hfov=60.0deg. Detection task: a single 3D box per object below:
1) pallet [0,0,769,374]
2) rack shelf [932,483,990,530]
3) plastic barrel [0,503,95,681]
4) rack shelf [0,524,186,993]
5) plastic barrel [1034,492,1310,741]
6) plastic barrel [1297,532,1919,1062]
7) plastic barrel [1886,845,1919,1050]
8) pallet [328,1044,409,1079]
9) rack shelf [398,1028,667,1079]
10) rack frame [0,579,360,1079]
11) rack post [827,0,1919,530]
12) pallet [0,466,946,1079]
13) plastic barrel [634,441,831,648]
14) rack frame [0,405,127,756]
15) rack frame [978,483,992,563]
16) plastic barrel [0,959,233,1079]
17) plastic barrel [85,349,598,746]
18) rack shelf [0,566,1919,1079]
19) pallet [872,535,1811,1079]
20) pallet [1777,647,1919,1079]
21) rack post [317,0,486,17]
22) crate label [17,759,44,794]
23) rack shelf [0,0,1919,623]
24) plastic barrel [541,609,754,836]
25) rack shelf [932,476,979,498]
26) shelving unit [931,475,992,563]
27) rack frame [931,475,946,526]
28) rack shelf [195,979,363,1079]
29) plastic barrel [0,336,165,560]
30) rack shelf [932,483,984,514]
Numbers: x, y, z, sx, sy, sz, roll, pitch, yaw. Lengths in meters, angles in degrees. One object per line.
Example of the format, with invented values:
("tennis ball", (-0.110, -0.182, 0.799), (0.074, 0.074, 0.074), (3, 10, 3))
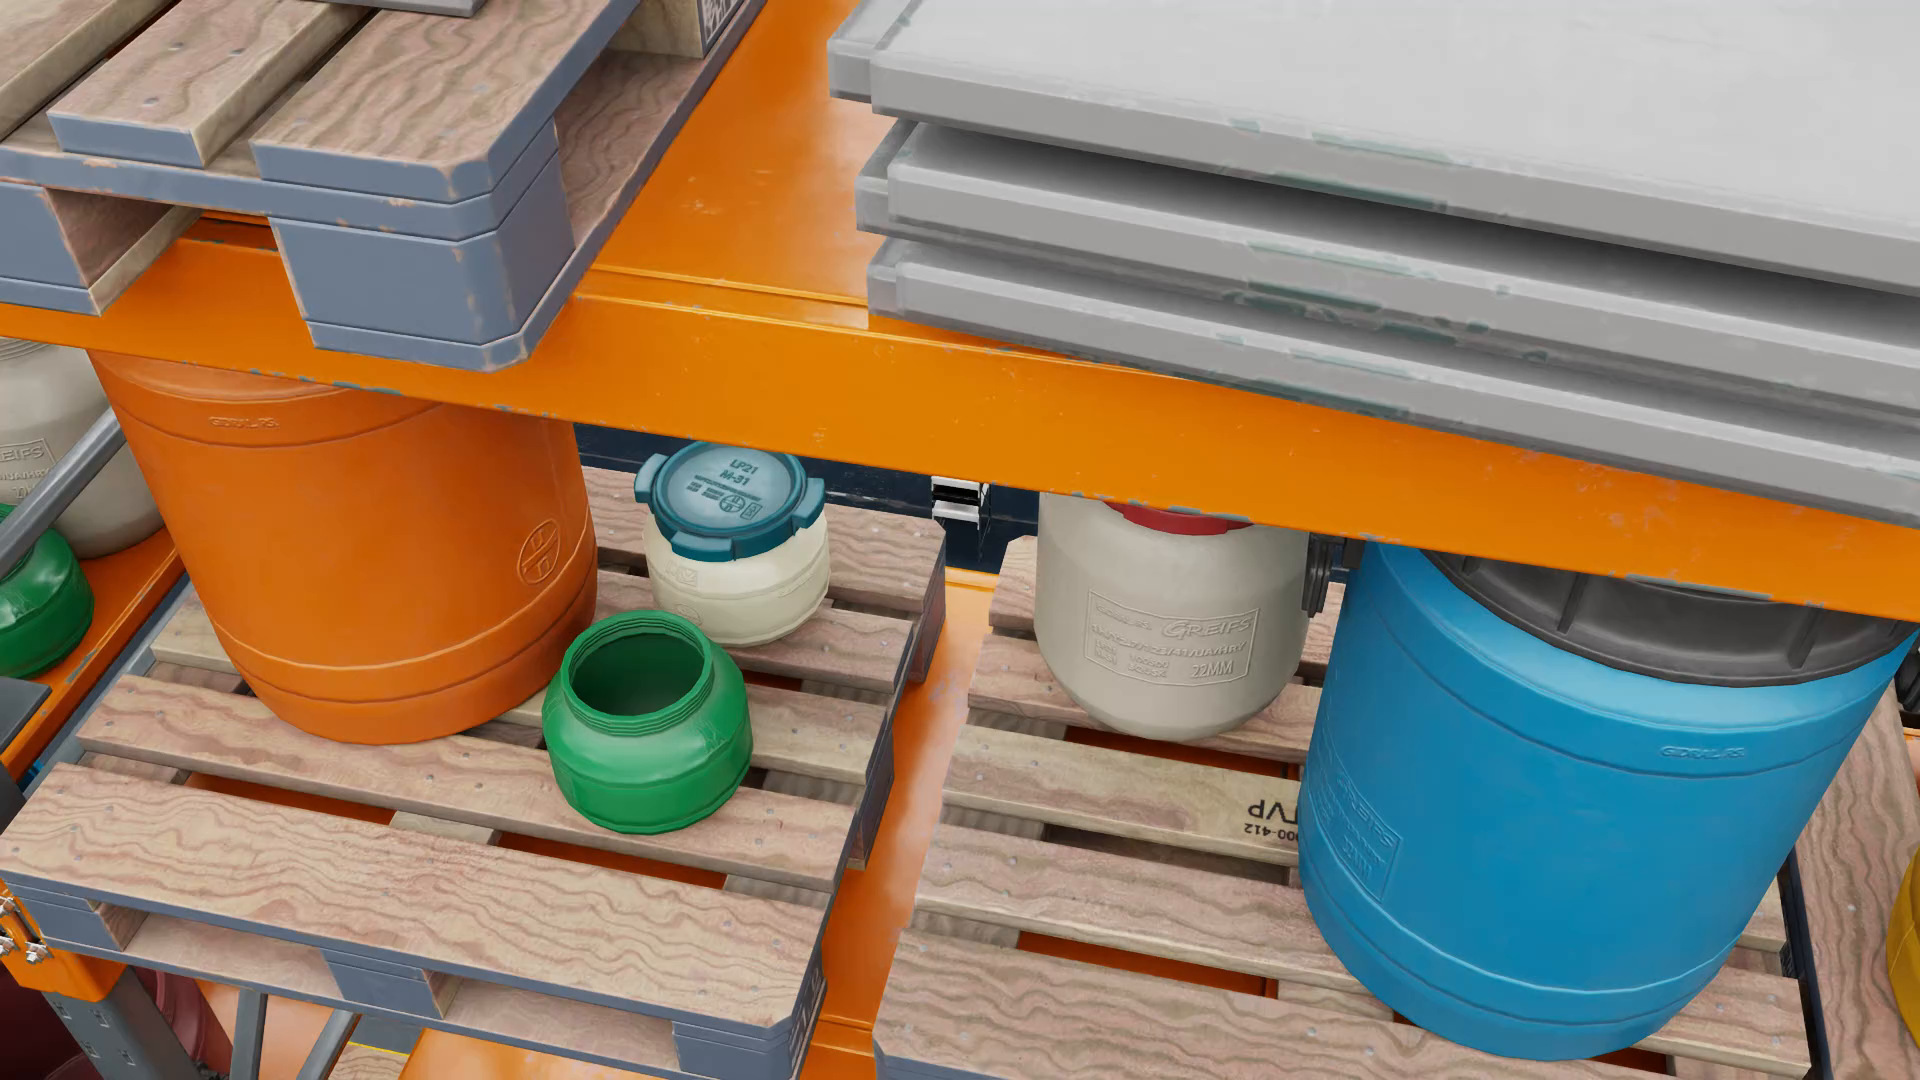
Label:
("pallet", (-0.741, -0.697, 1.870), (1.003, 0.211, 1.213), (9, 45, 9))
("rack shelf", (0.008, -0.169, 7.045), (0.200, 0.077, 0.258), (9, 45, 9))
("plastic barrel", (-1.690, 0.095, 2.898), (0.294, 0.245, 0.294), (0, 44, 0))
("rack shelf", (-3.390, -0.002, 3.405), (4.000, 0.370, 1.077), (9, 45, 9))
("plastic barrel", (0.325, 0.008, 2.475), (0.433, 0.535, 0.433), (0, 44, 0))
("plastic barrel", (0.766, 0.160, 2.053), (0.708, 0.901, 0.600), (9, 45, 9))
("plastic barrel", (1.530, 0.427, 2.002), (0.600, 0.588, 0.600), (0, 44, 0))
("pallet", (-2.186, 1.983, 4.997), (1.213, 0.211, 1.003), (9, 45, 9))
("rack shelf", (0.514, 1.684, 3.816), (4.000, 0.370, 1.077), (9, 45, 9))
("rack frame", (-1.438, 1.122, 3.881), (0.127, 3.000, 1.000), (9, 45, 9))
("rack post", (0.462, -0.474, 1.574), (0.954, 0.300, 0.937), (13, 45, 13))
("pallet", (-0.713, 0.292, 2.717), (1.213, 0.211, 1.003), (9, 45, 9))
("plastic barrel", (-0.360, 0.003, 2.678), (0.301, 0.262, 0.301), (0, 44, 0))
("rack frame", (-1.438, -1.039, 1.801), (0.127, 3.000, 1.000), (9, 45, 9))
("rack frame", (0.107, -0.308, 6.881), (0.006, 0.900, 0.240), (9, 45, 9))
("plastic barrel", (-1.957, 1.208, 3.694), (0.708, 0.536, 0.600), (9, 45, 9))
("plastic barrel", (-0.885, -0.177, 2.455), (0.708, 0.830, 0.600), (9, 45, 9))
("rack shelf", (0.514, 0.604, 2.776), (4.000, 0.370, 1.077), (9, 45, 9))
("pallet", (0.572, 0.493, 2.508), (1.213, 0.211, 1.003), (9, 45, 9))
("pallet", (1.679, 0.663, 2.332), (1.003, 0.211, 1.213), (9, 45, 9))
("rack post", (-0.722, -0.930, 1.742), (0.937, 0.300, 0.954), (9, 45, 9))
("crate label", (-2.349, 0.776, 4.215), (0.616, 0.435, 0.502), (9, 45, 9))
("rack shelf", (0.514, -0.333, 1.874), (4.000, 0.370, 1.077), (9, 45, 9))
("plastic barrel", (-0.454, 0.262, 2.421), (0.294, 0.245, 0.294), (0, 44, 0))
("rack shelf", (0.008, -0.299, 6.920), (0.200, 0.077, 0.258), (9, 45, 9))
("shelving unit", (0.008, -0.323, 6.897), (0.210, 0.900, 0.258), (9, 45, 9))
("rack frame", (-0.091, -0.338, 6.913), (0.006, 0.900, 0.240), (9, 45, 9))
("rack shelf", (-3.390, 1.079, 4.445), (4.000, 0.370, 1.077), (9, 45, 9))
("plastic barrel", (-1.674, -0.253, 3.066), (0.421, 0.512, 0.421), (0, 44, 0))
("rack shelf", (0.008, -0.234, 6.982), (0.200, 0.077, 0.258), (9, 45, 9))
